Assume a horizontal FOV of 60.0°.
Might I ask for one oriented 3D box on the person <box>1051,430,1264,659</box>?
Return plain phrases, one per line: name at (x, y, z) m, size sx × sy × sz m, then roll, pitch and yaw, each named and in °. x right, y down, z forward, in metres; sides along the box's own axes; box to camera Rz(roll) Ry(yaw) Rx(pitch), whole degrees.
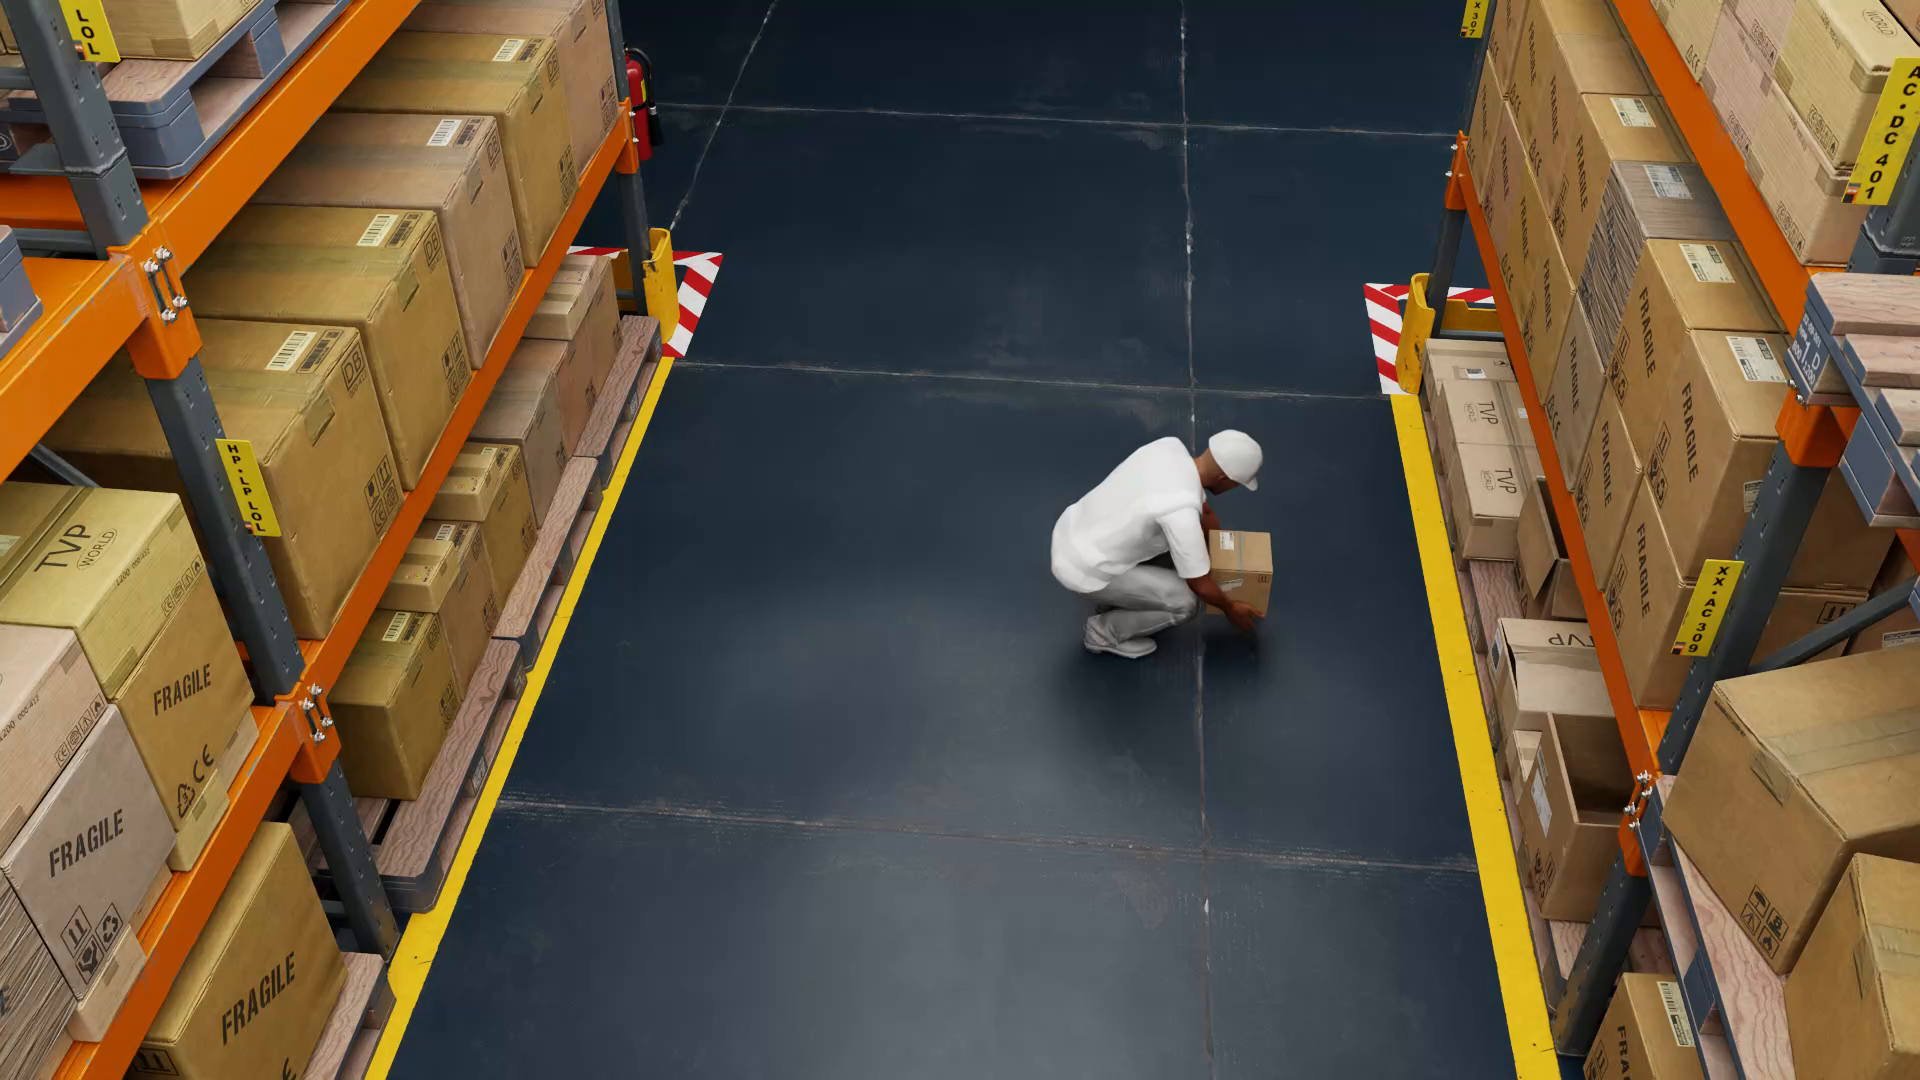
person at (0.817, -0.018, 6.765) m, size 0.885 × 0.999 × 0.579 m, roll 3°, pitch 40°, yaw 3°
